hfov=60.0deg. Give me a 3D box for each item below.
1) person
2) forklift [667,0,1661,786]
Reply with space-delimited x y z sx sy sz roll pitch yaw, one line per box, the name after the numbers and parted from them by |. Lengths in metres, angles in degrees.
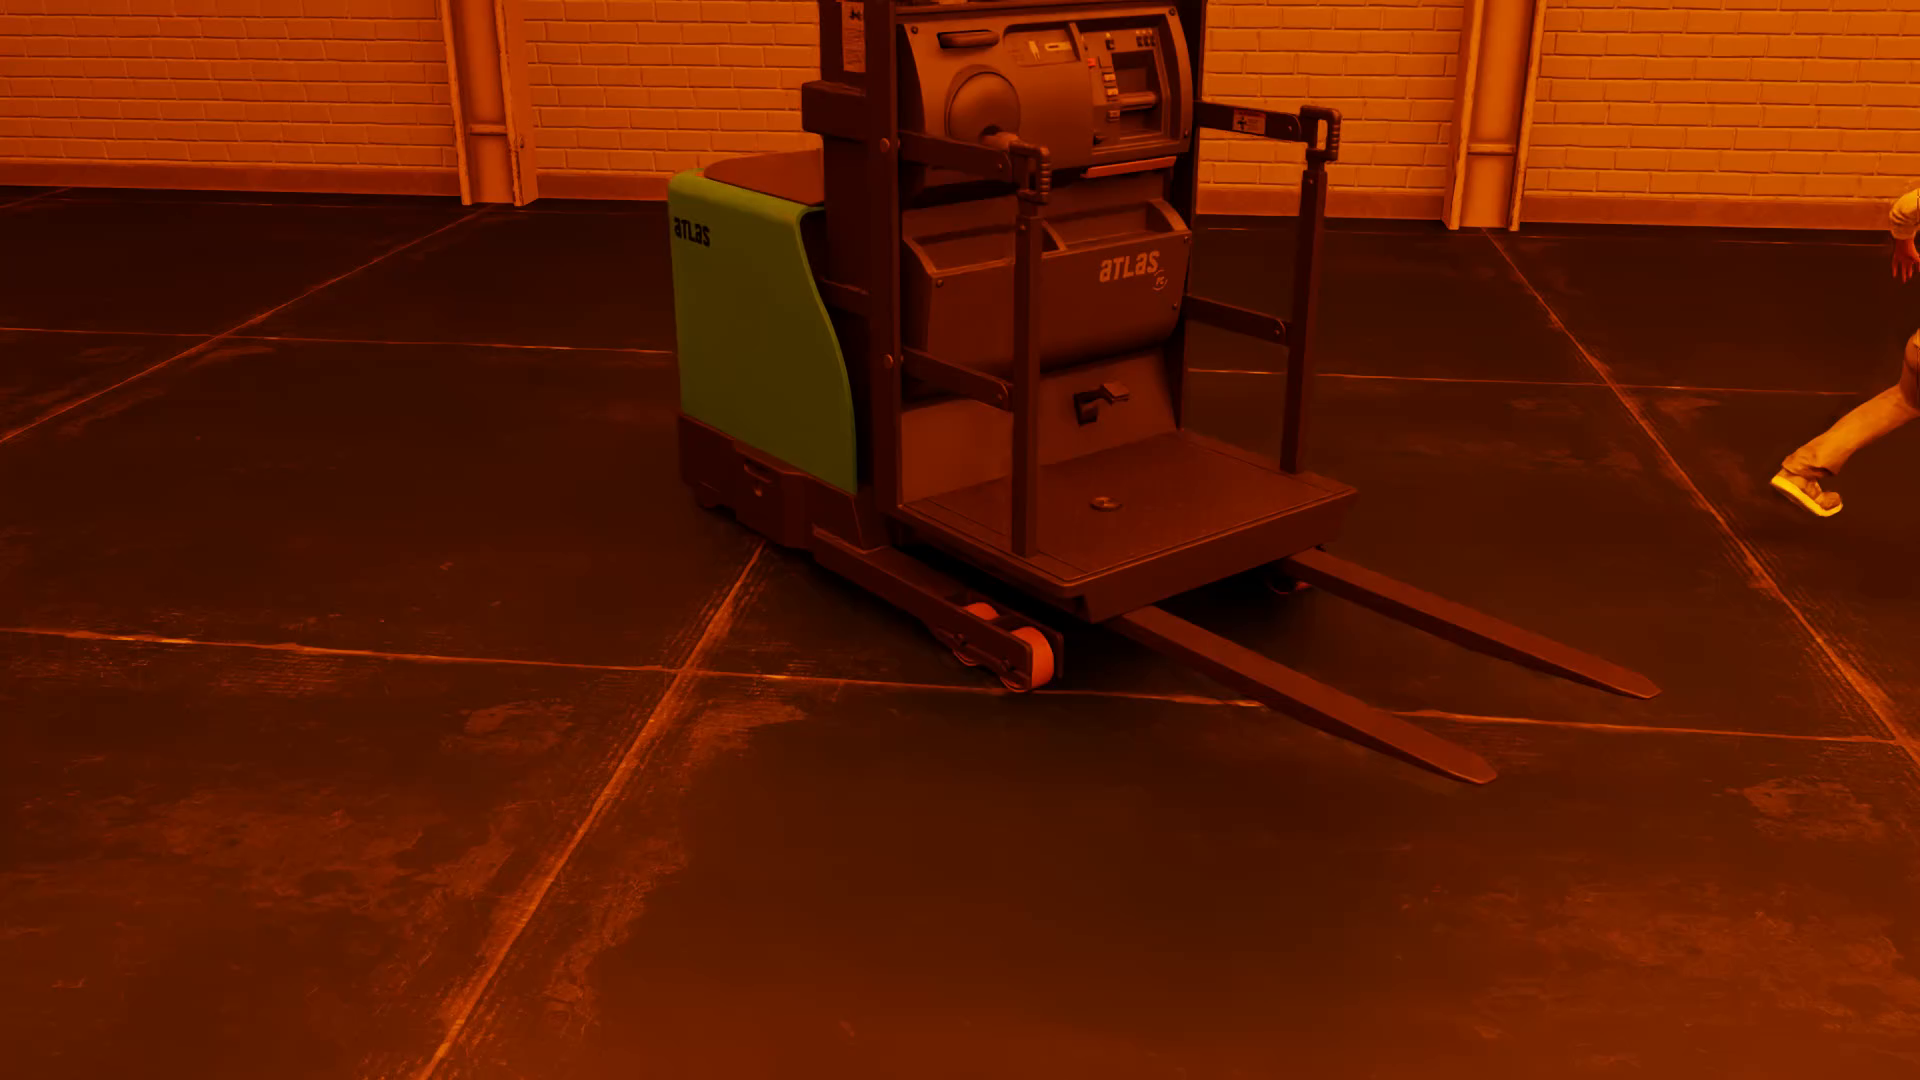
2.928 -0.519 4.616 0.488 1.496 1.030 -11 24 -25 | person
0.382 -1.181 4.187 1.130 2.935 3.031 -16 27 -35 | forklift
